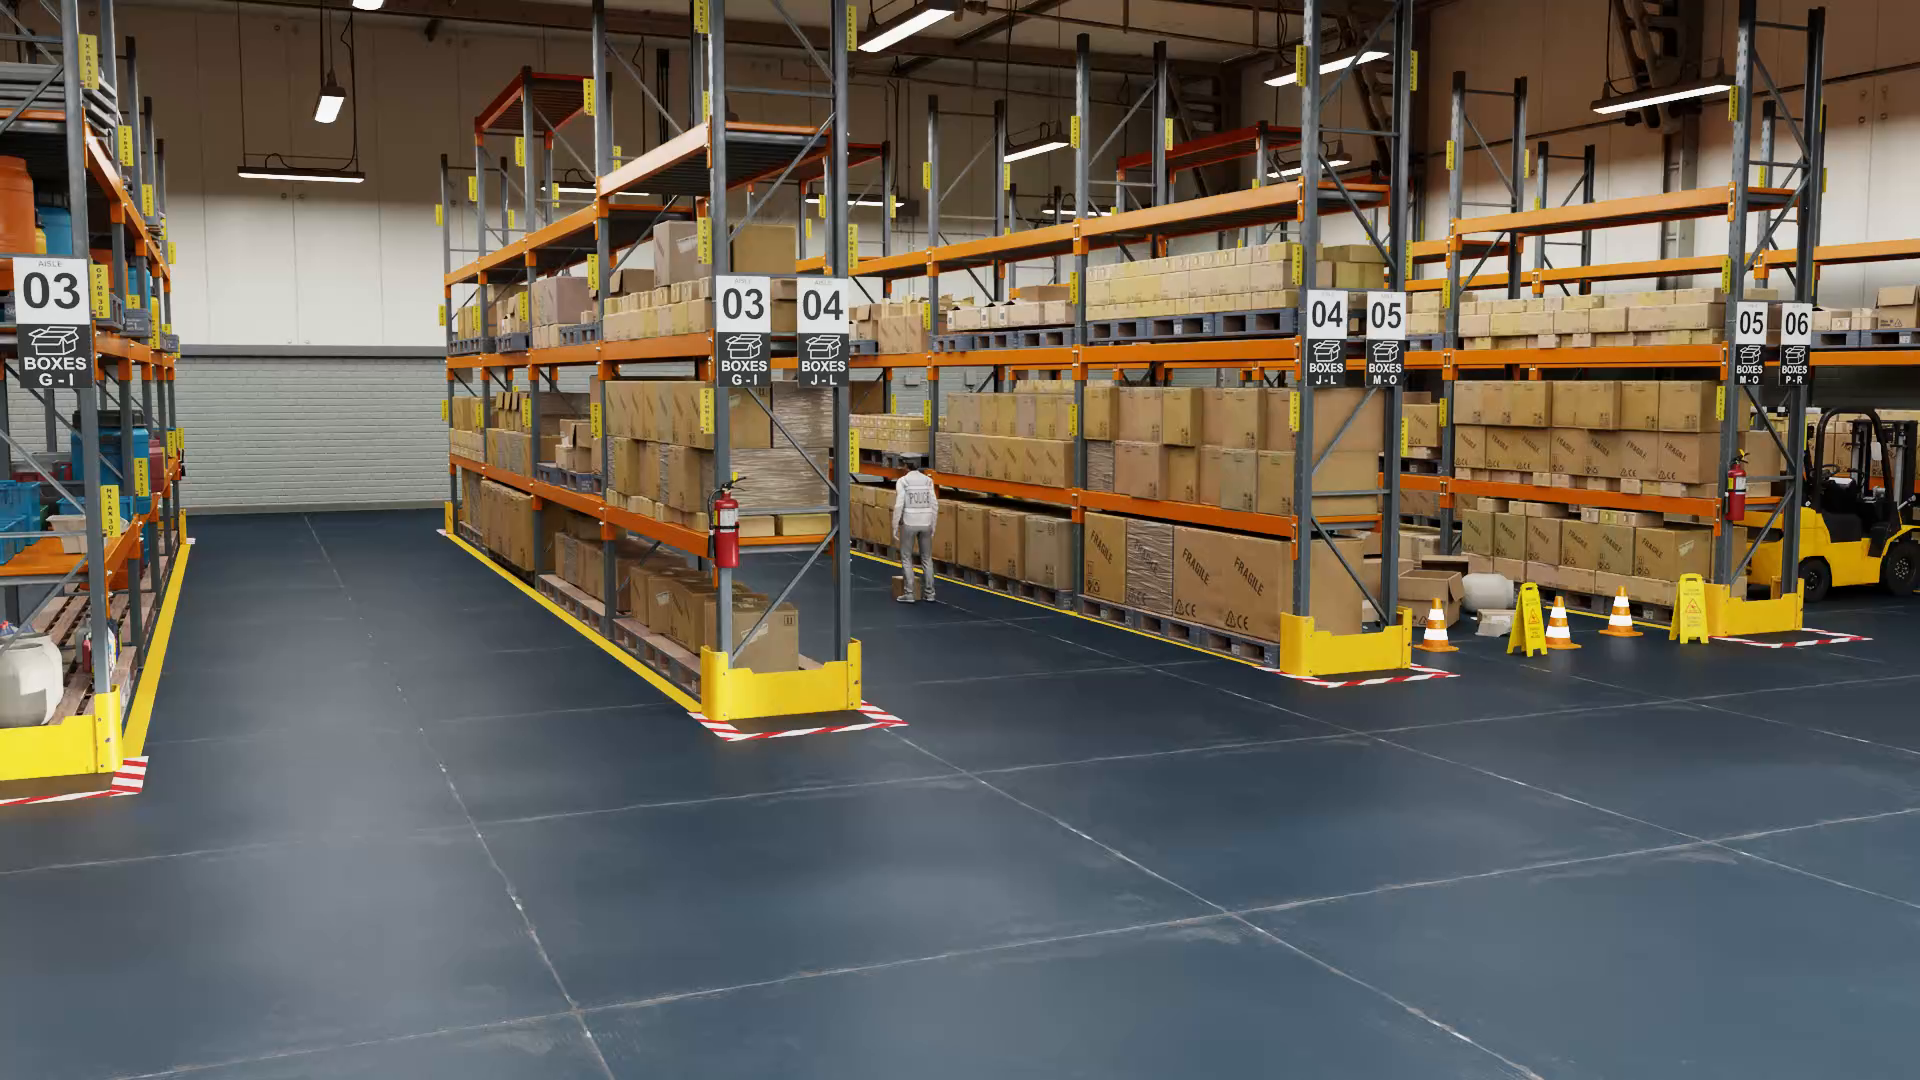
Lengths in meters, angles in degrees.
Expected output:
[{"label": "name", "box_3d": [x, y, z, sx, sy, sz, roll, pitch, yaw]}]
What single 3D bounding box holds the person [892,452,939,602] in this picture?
[{"label": "person", "box_3d": [-0.497, -0.140, 18.438, 0.528, 1.664, 0.373, -2, 6, -24]}]
